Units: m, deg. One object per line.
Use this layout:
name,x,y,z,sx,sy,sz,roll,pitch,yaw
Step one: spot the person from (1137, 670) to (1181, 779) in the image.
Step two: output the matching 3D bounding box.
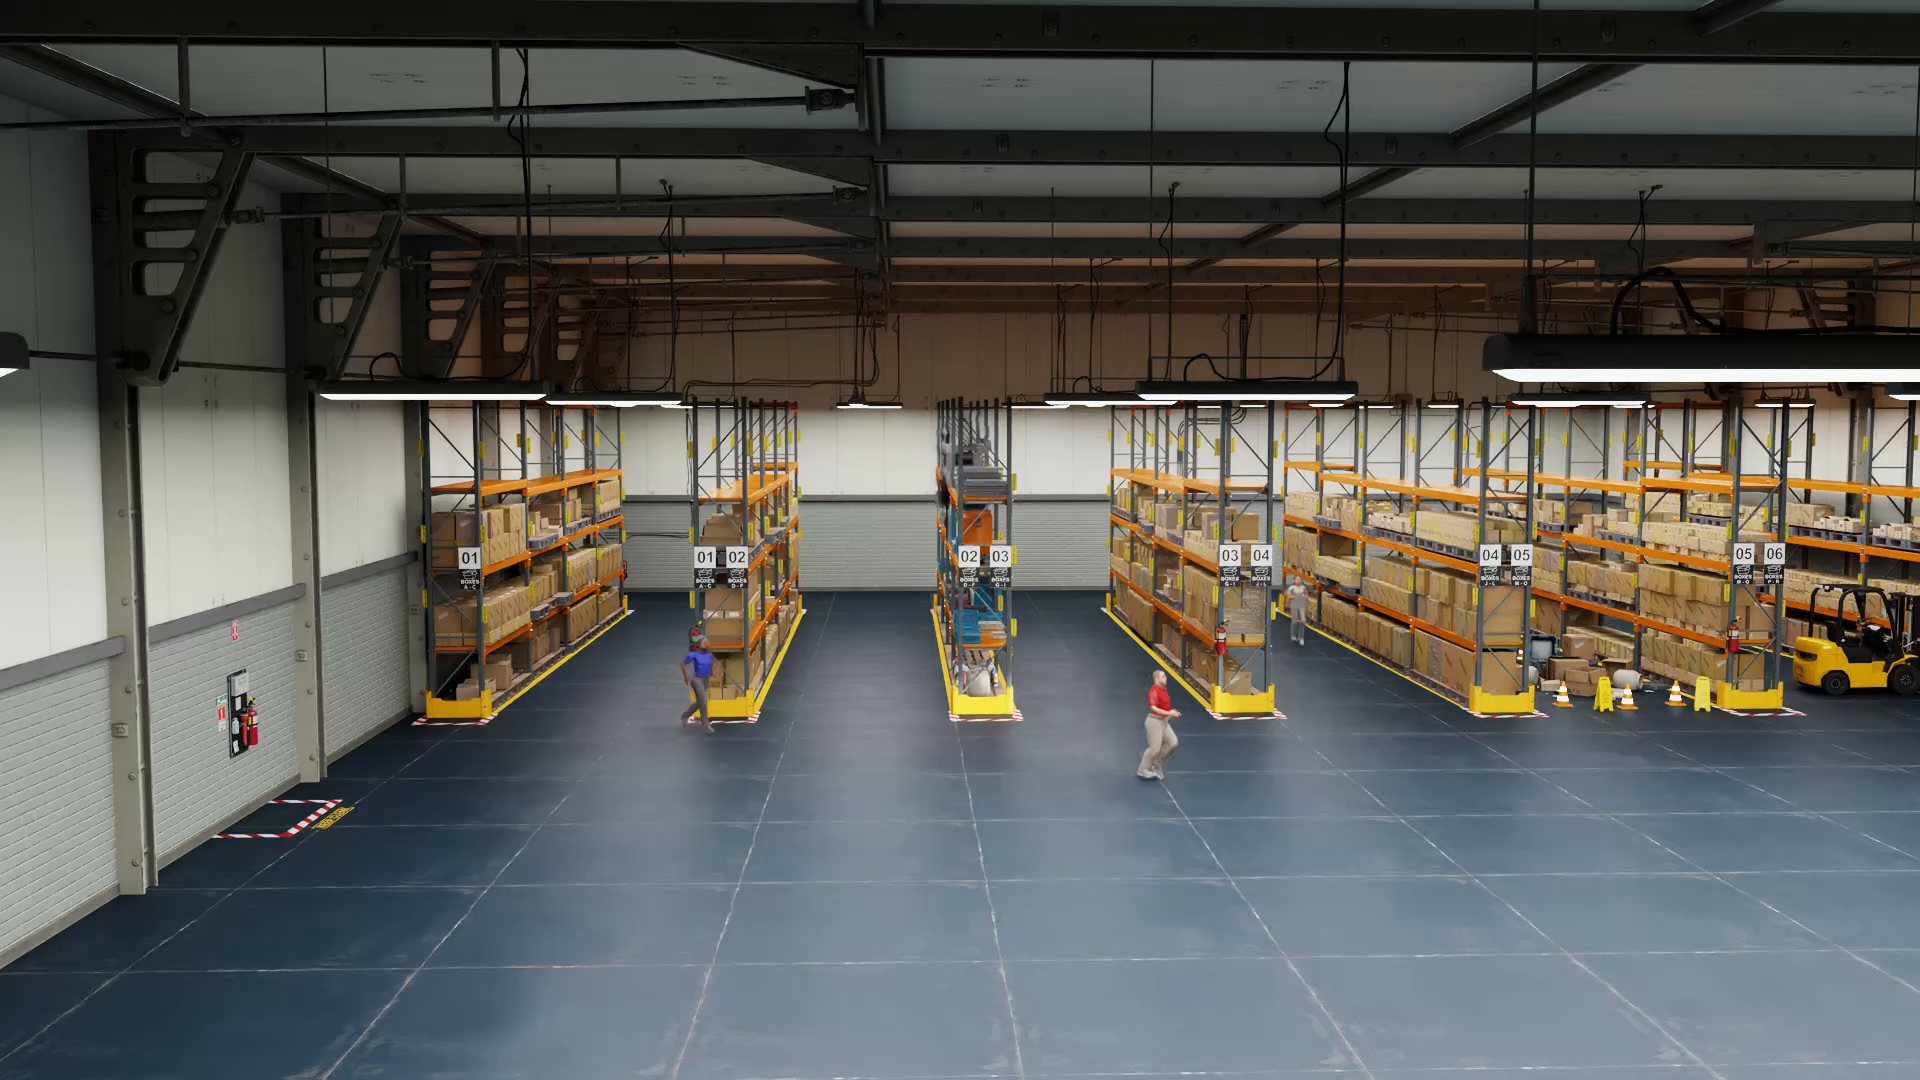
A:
person,3.120,2.890,25.838,0.702,1.760,0.693,2,5,25

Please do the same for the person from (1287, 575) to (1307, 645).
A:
person,8.340,1.715,41.071,0.547,1.723,0.716,0,4,-2

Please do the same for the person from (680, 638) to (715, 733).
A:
person,-4.632,2.589,29.903,0.845,1.649,0.604,3,5,35
